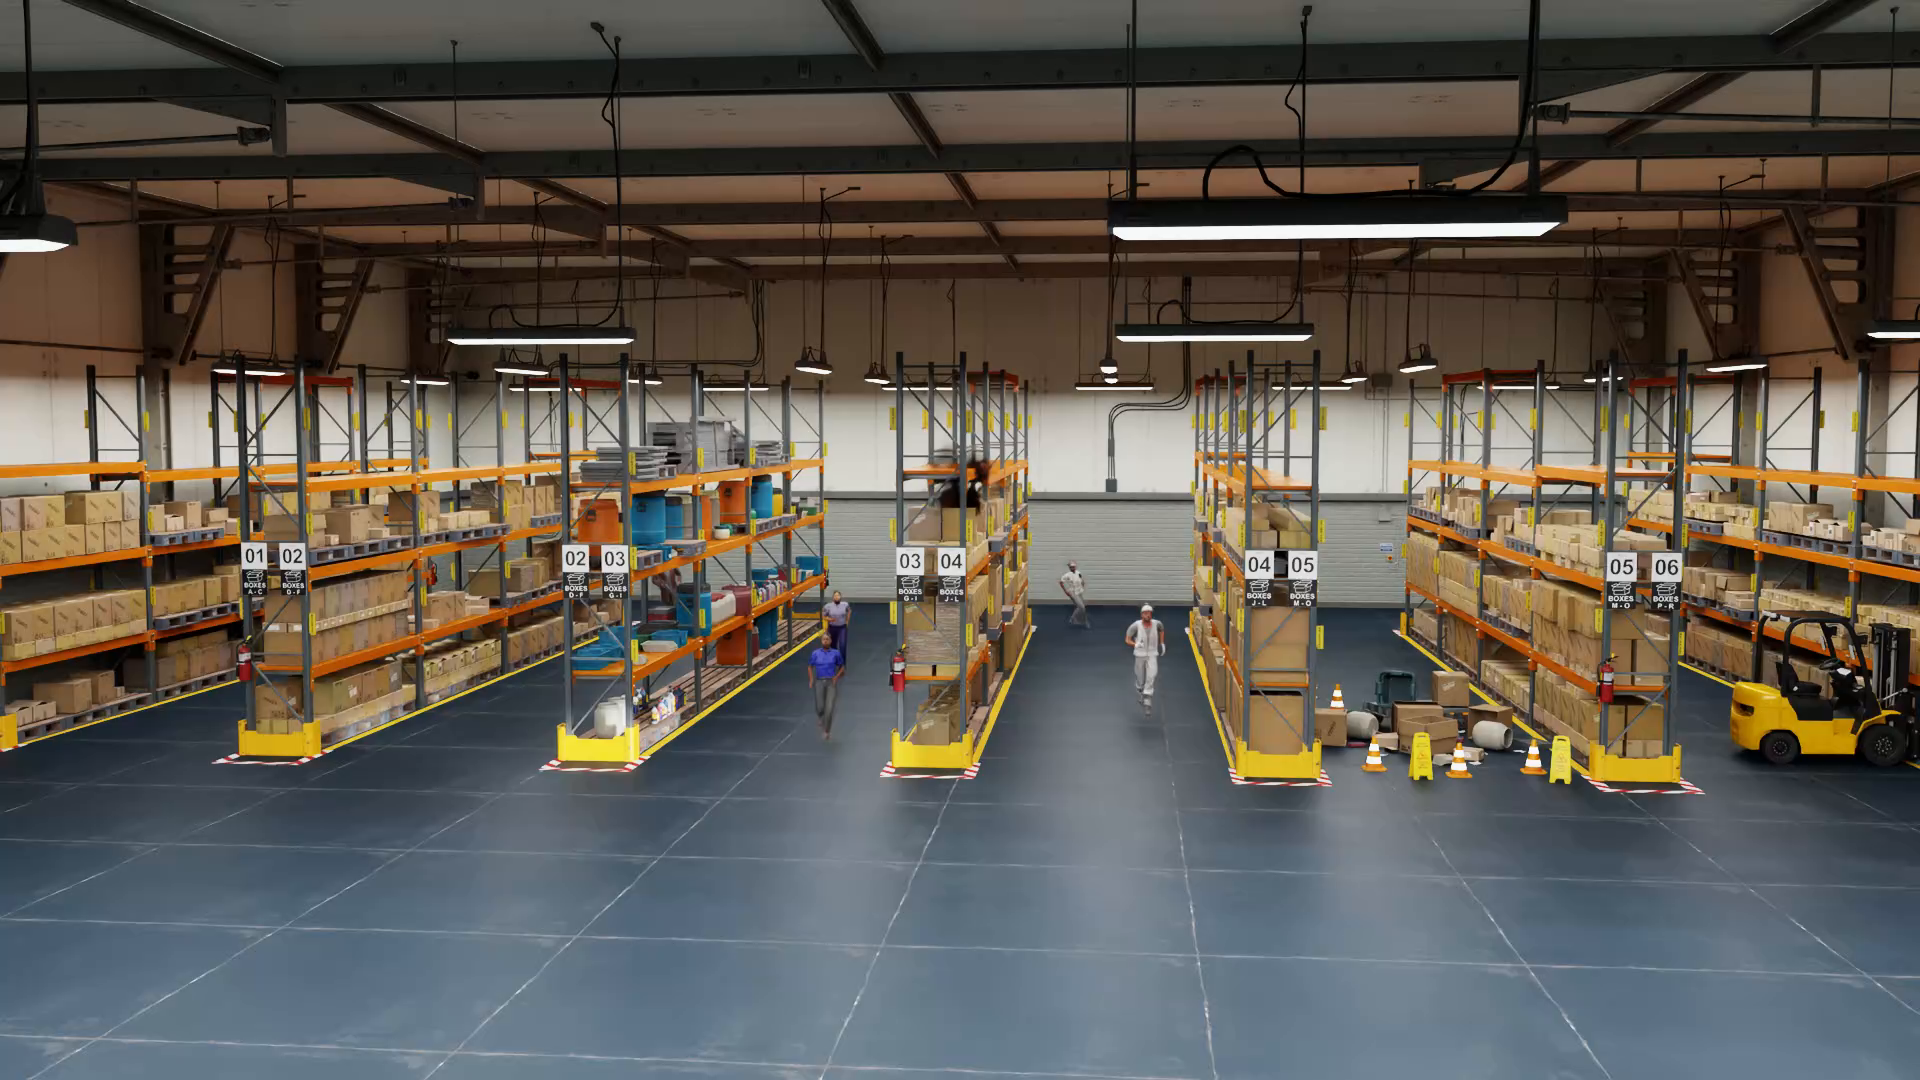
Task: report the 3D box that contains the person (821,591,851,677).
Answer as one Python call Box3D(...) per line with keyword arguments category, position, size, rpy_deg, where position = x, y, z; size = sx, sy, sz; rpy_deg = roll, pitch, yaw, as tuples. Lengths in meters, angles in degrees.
Box3D(category="person", position=(-2.466, 1.847, 33.081), size=(0.572, 1.676, 1.061), rpy_deg=(0, 4, -1))

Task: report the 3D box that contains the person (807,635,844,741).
Box3D(category="person", position=(-2.041, 2.250, 25.305), size=(0.566, 1.600, 0.547), rpy_deg=(0, 4, -4))

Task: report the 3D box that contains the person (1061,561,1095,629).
Box3D(category="person", position=(2.837, 1.345, 40.305), size=(0.606, 1.693, 0.750), rpy_deg=(-4, 5, -42))

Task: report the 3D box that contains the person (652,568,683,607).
Box3D(category="person", position=(-7.143, 1.268, 40.672), size=(0.750, 1.736, 0.742), rpy_deg=(-1, 4, -19))

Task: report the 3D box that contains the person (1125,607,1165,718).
Box3D(category="person", position=(3.084, 1.986, 27.610), size=(0.686, 1.781, 1.009), rpy_deg=(0, 4, -3))
